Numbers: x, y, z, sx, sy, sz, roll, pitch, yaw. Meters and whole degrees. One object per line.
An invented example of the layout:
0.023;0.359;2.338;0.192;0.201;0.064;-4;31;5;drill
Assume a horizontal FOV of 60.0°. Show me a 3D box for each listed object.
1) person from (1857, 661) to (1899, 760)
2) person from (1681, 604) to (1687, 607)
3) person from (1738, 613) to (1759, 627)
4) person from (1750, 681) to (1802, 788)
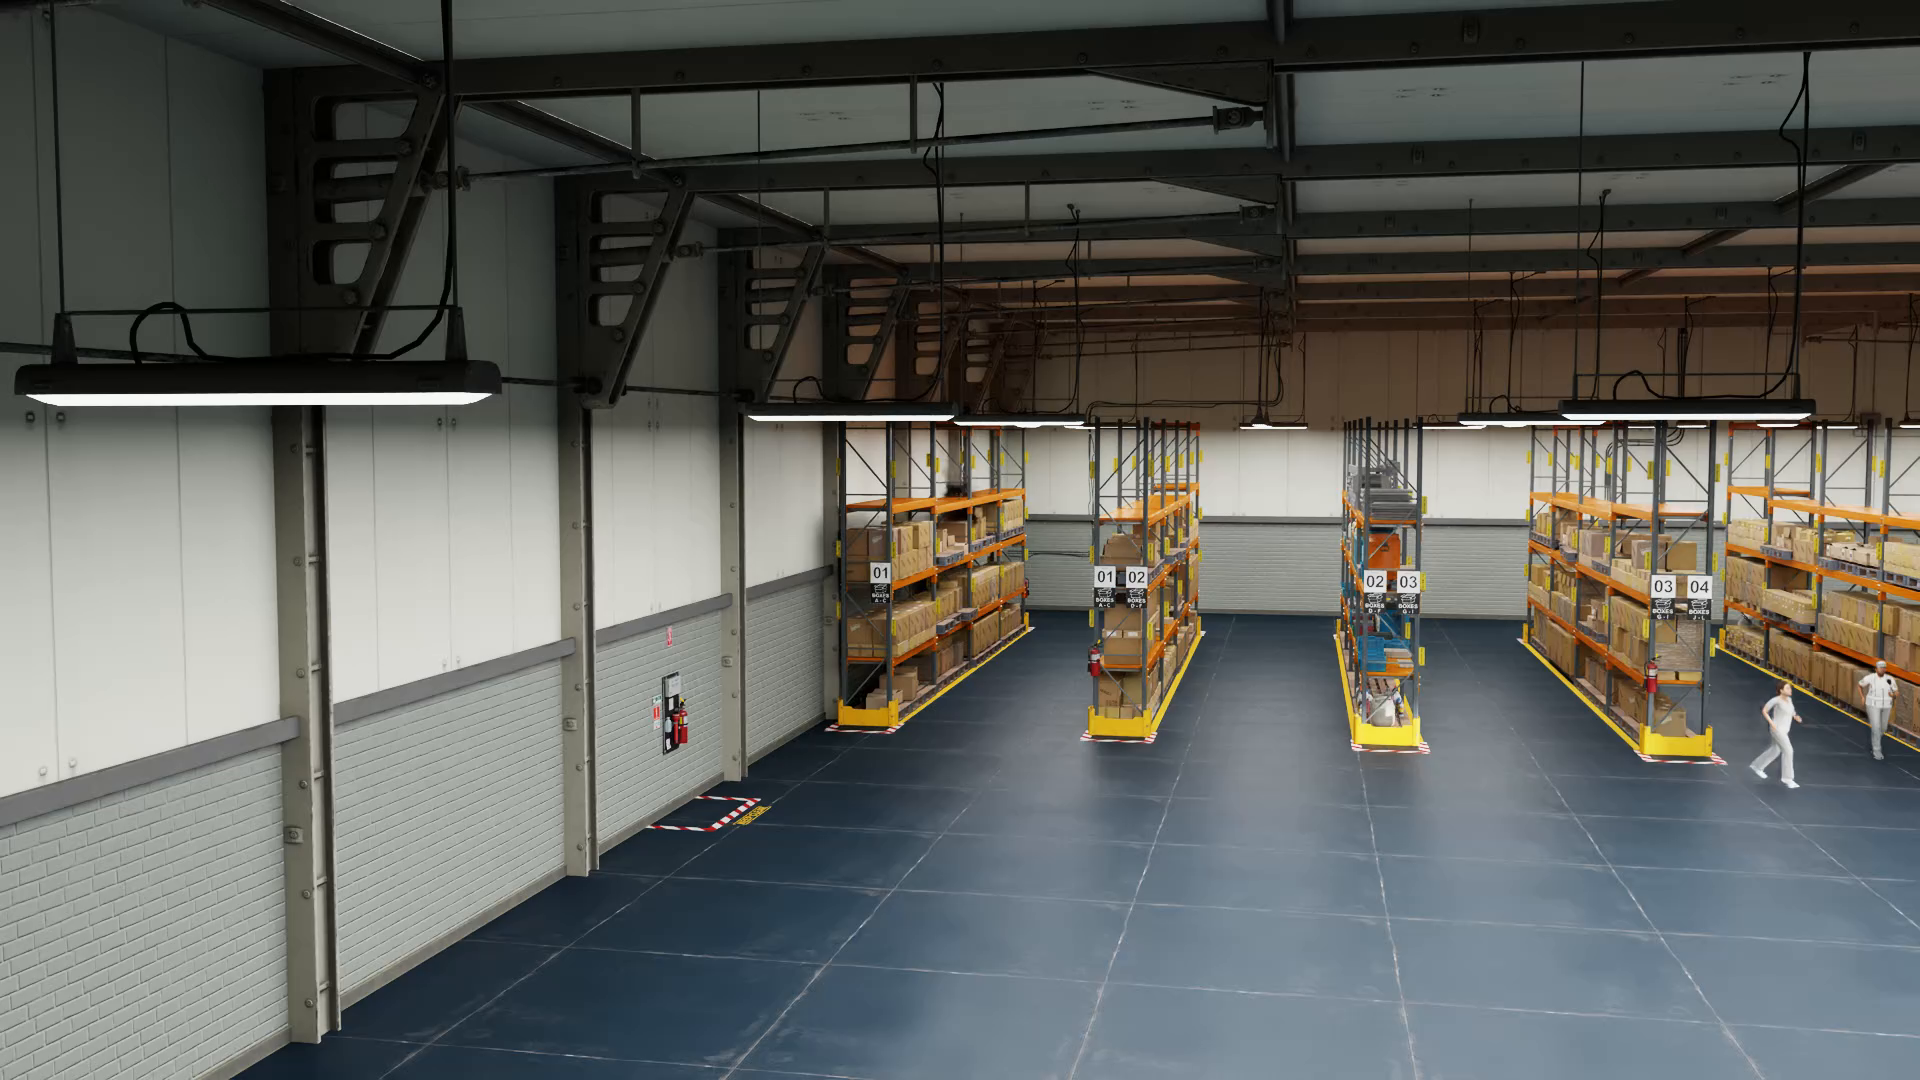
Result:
16.234;2.974;29.389;0.600;1.696;0.863;0;4;7;person
18.782;2.089;43.116;0.591;1.738;0.813;1;4;15;person
21.370;1.903;45.075;1.112;1.756;0.731;1;4;12;person
13.299;3.124;27.063;0.565;1.702;0.840;-3;5;-40;person
